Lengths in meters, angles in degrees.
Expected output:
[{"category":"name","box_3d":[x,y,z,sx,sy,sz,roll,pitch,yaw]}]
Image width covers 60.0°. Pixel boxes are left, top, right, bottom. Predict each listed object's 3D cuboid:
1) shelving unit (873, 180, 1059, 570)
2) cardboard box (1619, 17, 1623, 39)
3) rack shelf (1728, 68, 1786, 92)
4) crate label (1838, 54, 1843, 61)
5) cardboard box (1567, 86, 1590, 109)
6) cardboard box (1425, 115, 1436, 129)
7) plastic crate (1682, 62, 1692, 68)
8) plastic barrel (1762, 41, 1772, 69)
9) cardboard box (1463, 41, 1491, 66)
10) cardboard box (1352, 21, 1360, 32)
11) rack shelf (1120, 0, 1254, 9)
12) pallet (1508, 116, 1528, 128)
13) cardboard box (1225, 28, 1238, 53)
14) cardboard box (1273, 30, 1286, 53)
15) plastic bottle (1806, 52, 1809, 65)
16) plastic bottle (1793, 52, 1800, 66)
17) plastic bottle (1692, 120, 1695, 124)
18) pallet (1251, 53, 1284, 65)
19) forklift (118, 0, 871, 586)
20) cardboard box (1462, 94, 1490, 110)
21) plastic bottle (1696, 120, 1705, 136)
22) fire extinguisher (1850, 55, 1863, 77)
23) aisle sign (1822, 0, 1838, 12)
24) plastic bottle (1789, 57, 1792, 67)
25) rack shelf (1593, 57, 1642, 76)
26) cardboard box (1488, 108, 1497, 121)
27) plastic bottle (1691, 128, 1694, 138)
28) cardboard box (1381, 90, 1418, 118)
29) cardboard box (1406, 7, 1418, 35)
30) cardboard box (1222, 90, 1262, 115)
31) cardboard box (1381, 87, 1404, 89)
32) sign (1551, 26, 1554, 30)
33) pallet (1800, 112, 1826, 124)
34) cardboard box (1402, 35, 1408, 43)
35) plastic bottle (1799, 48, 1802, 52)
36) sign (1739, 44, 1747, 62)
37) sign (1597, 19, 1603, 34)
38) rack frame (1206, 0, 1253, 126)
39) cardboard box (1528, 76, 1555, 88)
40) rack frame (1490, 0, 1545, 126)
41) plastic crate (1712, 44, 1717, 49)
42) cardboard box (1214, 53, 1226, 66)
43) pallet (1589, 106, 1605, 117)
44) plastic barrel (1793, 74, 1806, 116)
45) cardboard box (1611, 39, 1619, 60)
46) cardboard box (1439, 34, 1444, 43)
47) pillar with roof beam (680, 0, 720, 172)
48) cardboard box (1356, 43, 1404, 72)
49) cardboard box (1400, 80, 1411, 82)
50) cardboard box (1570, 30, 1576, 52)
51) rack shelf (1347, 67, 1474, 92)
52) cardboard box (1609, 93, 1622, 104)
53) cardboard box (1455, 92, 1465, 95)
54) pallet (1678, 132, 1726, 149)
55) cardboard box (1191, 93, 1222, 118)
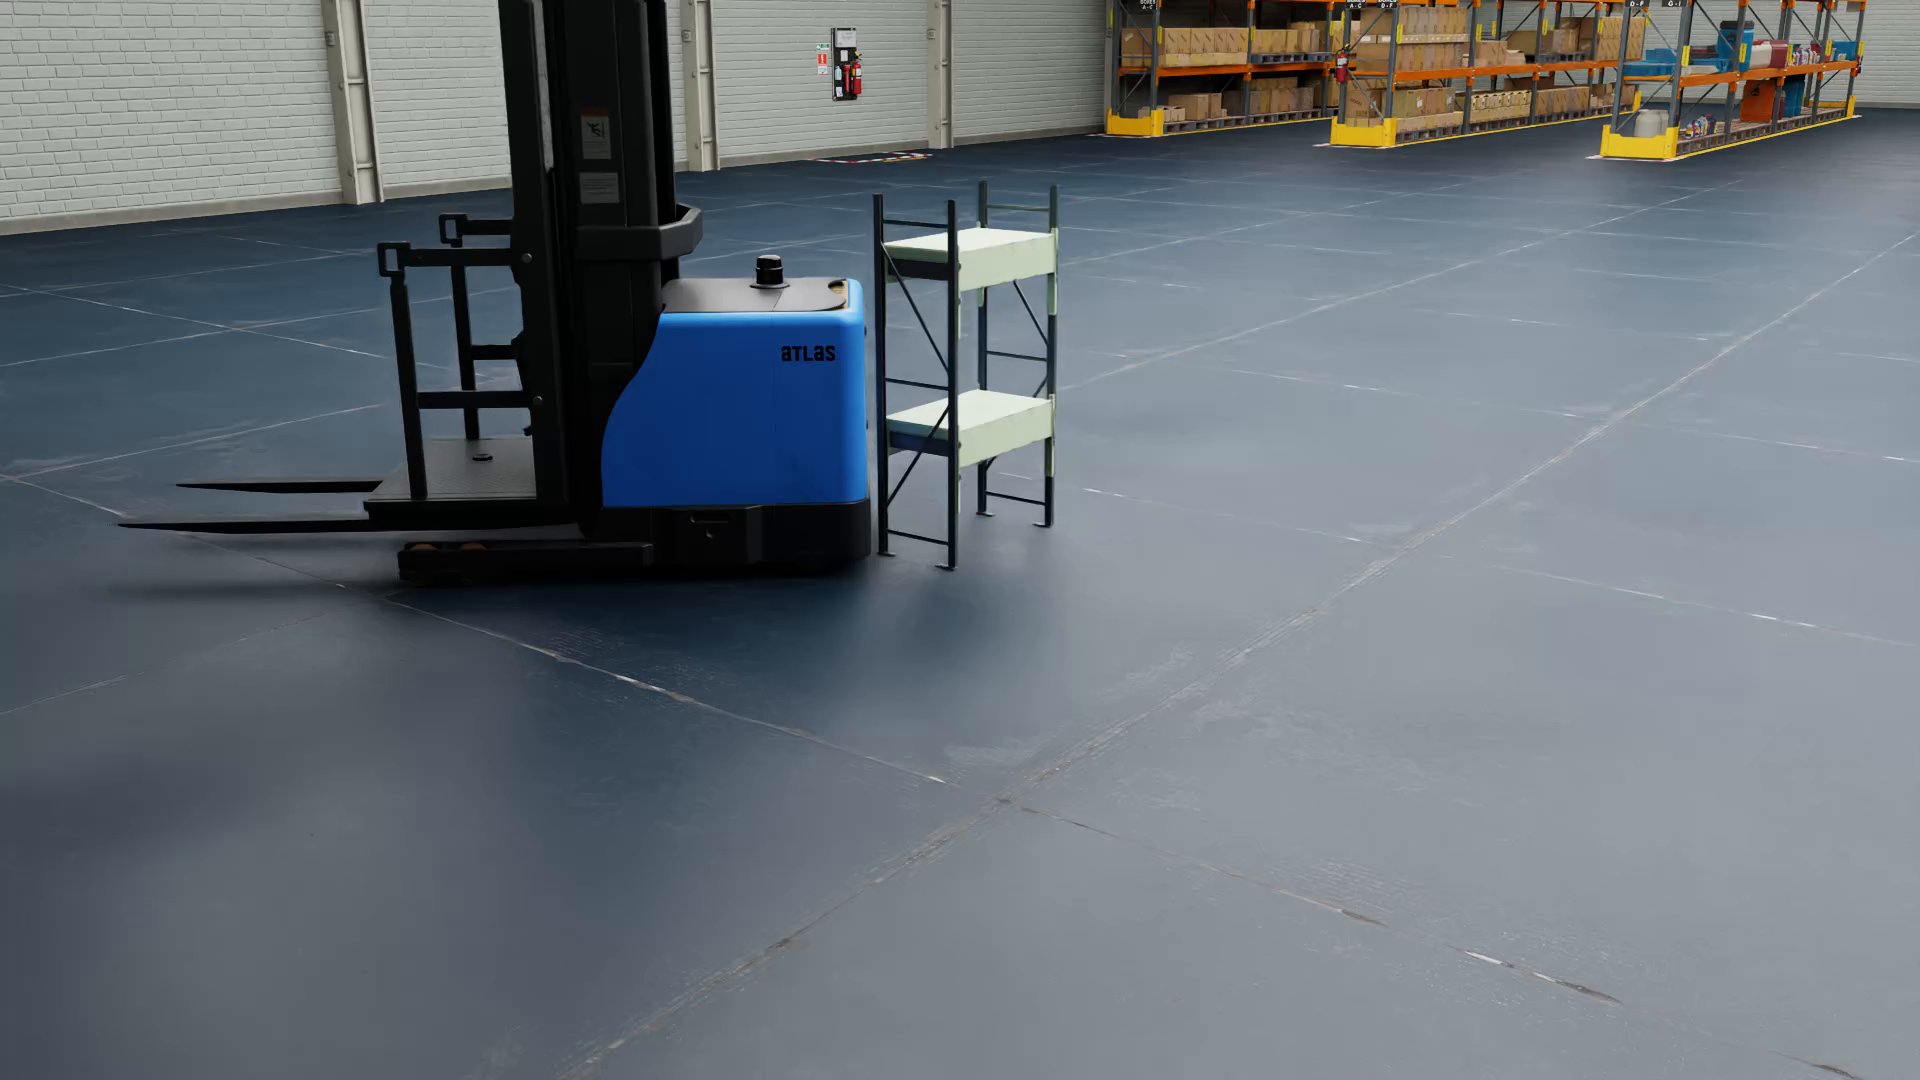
[{"category":"shelving unit","box_3d":[0.036,-0.717,7.024,0.431,1.500,0.755,12,21,34]},{"category":"cardboard box","box_3d":[16.057,-12.587,40.865,0.500,0.500,0.500,13,22,36]},{"category":"rack shelf","box_3d":[15.030,-8.982,32.323,1.077,0.370,4.000,12,21,35]},{"category":"crate label","box_3d":[20.318,-11.247,38.746,0.396,0.136,0.243,12,21,35]},{"category":"cardboard box","box_3d":[14.566,-10.479,39.404,0.500,0.500,0.500,12,21,34]},{"category":"cardboard box","box_3d":[8.873,-8.106,32.216,0.500,0.250,0.500,12,21,35]},{"category":"plastic crate","box_3d":[12.803,-8.475,29.834,0.450,0.188,0.662,12,21,35]},{"category":"plastic barrel","box_3d":[15.781,-9.573,32.823,0.421,0.512,0.421,0,17,0]},{"category":"cardboard box","box_3d":[10.647,-10.079,34.473,0.500,0.500,0.500,14,22,39]},{"category":"cardboard box","box_3d":[9.358,-12.421,40.215,0.500,0.250,0.500,13,21,35]},{"category":"rack shelf","box_3d":[4.691,-11.213,34.448,1.077,0.370,4.000,12,21,35]},{"category":"pallet","box_3d":[11.724,-9.157,36.376,1.003,0.211,1.213,12,21,35]},{"category":"cardboard box","box_3d":[5.556,-10.609,35.303,0.500,0.500,0.500,12,21,34]},{"category":"cardboard box","box_3d":[6.919,-11.267,37.558,0.700,0.500,0.500,16,24,42]},{"category":"plastic bottle","box_3d":[18.112,-10.337,35.684,0.152,0.276,0.135,12,21,35]},{"category":"plastic bottle","box_3d":[17.566,-10.119,34.981,0.152,0.276,0.135,12,21,35]},{"category":"plastic bottle","box_3d":[13.194,-7.416,29.905,0.061,0.283,0.133,12,21,35]},{"category":"pallet","box_3d":[6.455,-10.665,36.852,1.003,0.211,1.213,12,21,35]},{"category":"forklift","box_3d":[-1.904,-1.377,6.735,3.031,2.935,1.130,-1,17,-4]},{"category":"cardboard box","box_3d":[10.612,-9.054,34.323,0.500,0.311,0.500,12,21,34]},{"category":"plastic bottle","box_3d":[13.280,-7.394,29.846,0.152,0.276,0.135,13,21,36]},{"category":"fire extinguisher","box_3d":[21.444,-11.448,39.810,0.296,0.674,0.183,12,21,35]},{"category":"aisle sign","box_3d":[20.793,-13.019,39.725,0.394,0.787,0.004,12,21,35]},{"category":"plastic bottle","box_3d":[17.132,-9.926,34.347,0.061,0.283,0.133,12,21,35]},{"category":"rack shelf","box_3d":[15.821,-11.764,41.281,1.077,0.370,4.000,12,21,35]},{"category":"cardboard box","box_3d":[10.914,-8.911,34.808,0.500,0.250,0.500,12,21,33]},{"category":"plastic bottle","box_3d":[12.848,-7.172,29.257,0.097,0.201,0.097,0,17,0]},{"category":"cardboard box","box_3d":[8.274,-8.226,31.340,0.500,0.500,0.500,12,21,35]},{"category":"cardboard box","box_3d":[8.108,-9.688,31.027,0.700,0.500,0.500,12,21,33]},{"category":"cardboard box","box_3d":[6.308,-9.795,37.199,0.700,0.500,0.500,13,22,37]},{"category":"cardboard box","box_3d":[8.443,-8.558,32.409,0.500,0.500,0.500,12,21,35]},{"category":"sign","box_3d":[14.189,-12.138,39.814,0.100,0.325,0.005,12,21,35]},{"category":"pallet","box_3d":[19.012,-9.605,37.818,1.003,0.211,1.213,12,21,35]},{"category":"cardboard box","box_3d":[8.041,-9.249,30.708,0.380,0.149,0.250,12,21,33]},{"category":"plastic bottle","box_3d":[18.095,-10.436,35.875,0.144,0.351,0.185,12,21,35]},{"category":"sign","box_3d":[14.274,-8.882,30.320,0.100,0.325,0.005,12,21,35]},{"category":"sign","box_3d":[15.077,-12.087,39.155,0.100,0.325,0.005,12,21,35]},{"category":"rack frame","box_3d":[5.882,-10.600,36.320,1.000,3.000,0.127,12,21,35]},{"category":"cardboard box","box_3d":[13.550,-10.695,38.835,0.500,0.250,0.500,12,21,35]},{"category":"rack frame","box_3d":[12.246,-10.678,36.572,1.000,3.000,0.127,12,21,35]},{"category":"plastic crate","box_3d":[15.013,-9.502,32.676,0.402,0.464,0.583,12,21,35]},{"category":"cardboard box","box_3d":[5.253,-10.132,35.032,0.500,0.250,0.500,12,21,34]},{"category":"pallet","box_3d":[15.040,-10.463,40.580,1.003,0.211,1.213,12,21,35]},{"category":"plastic barrel","box_3d":[18.268,-9.827,36.660,0.600,0.901,0.708,12,21,35]},{"category":"cardboard box","box_3d":[15.754,-11.993,40.638,0.500,0.500,0.500,12,21,34]},{"category":"cardboard box","box_3d":[9.115,-9.678,32.090,0.380,0.149,0.250,13,22,36]},{"category":"pillar with roof beam","box_3d":[-0.471,-9.213,21.738,9.100,9.000,0.400,12,21,35]},{"category":"cardboard box","box_3d":[7.768,-8.930,30.772,0.700,0.500,0.500,12,21,35]},{"category":"cardboard box","box_3d":[11.528,-12.031,43.342,0.380,0.149,0.250,13,22,37]},{"category":"cardboard box","box_3d":[14.168,-11.806,39.327,0.700,0.500,0.500,5,18,16]},{"category":"rack shelf","box_3d":[8.671,-8.906,32.077,1.077,0.370,4.000,12,21,35]},{"category":"cardboard box","box_3d":[16.297,-11.087,41.782,0.500,0.250,0.500,12,21,35]},{"category":"cardboard box","box_3d":[10.478,-9.271,35.024,0.500,0.311,0.500,12,21,35]},{"category":"pallet","box_3d":[13.405,-7.365,30.605,1.003,0.211,1.213,12,21,35]},{"category":"cardboard box","box_3d":[5.296,-9.362,35.807,0.500,0.500,0.500,11,20,31]}]
